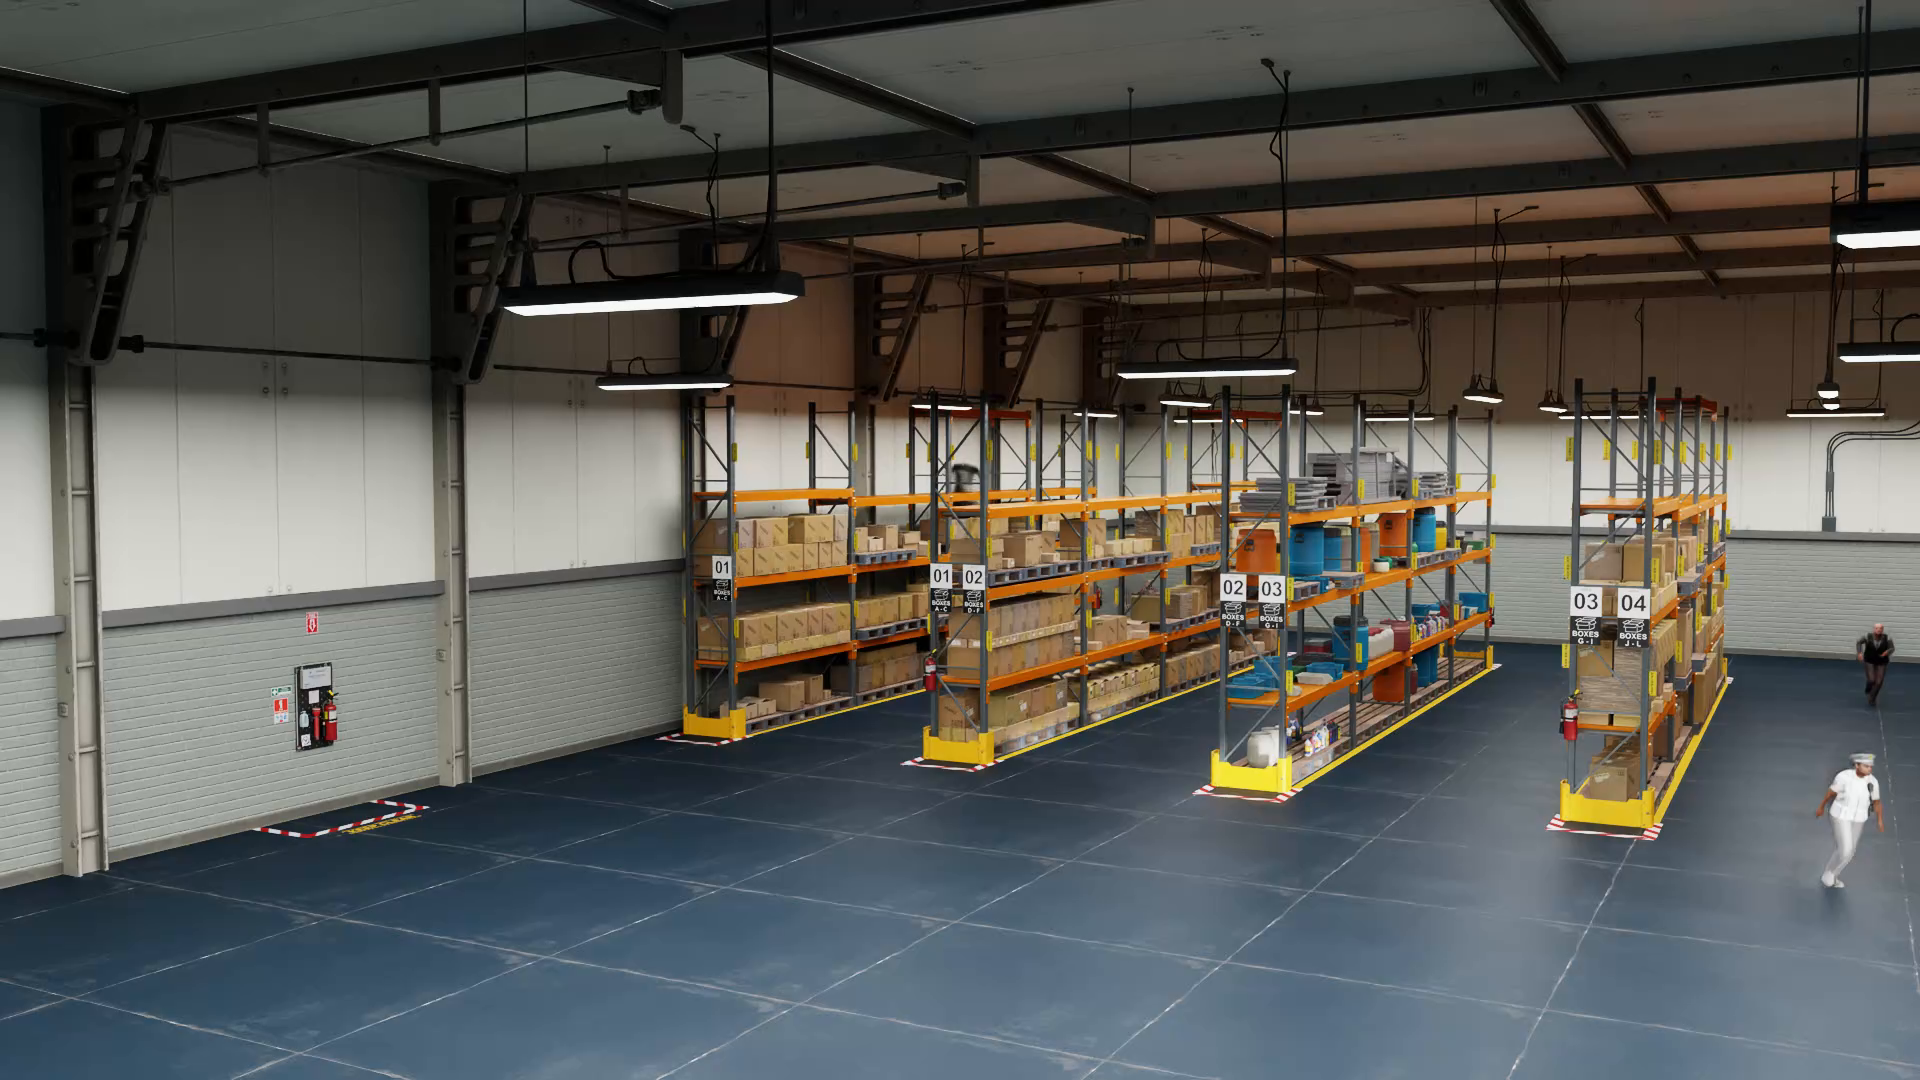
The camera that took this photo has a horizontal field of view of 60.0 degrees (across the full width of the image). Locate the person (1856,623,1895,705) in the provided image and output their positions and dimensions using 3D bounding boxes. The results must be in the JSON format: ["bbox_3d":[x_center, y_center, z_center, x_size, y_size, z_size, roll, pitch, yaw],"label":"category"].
[{"bbox_3d":[18.112,2.460,32.894,0.634,1.651,0.720,1,3,16],"label":"person"}]

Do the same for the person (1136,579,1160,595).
[{"bbox_3d":[4.939,1.875,43.942,0.803,1.692,0.596,-2,3,-30],"label":"person"}]

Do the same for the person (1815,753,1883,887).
[{"bbox_3d":[10.161,3.194,18.952,0.556,1.609,0.712,0,3,-2],"label":"person"}]
